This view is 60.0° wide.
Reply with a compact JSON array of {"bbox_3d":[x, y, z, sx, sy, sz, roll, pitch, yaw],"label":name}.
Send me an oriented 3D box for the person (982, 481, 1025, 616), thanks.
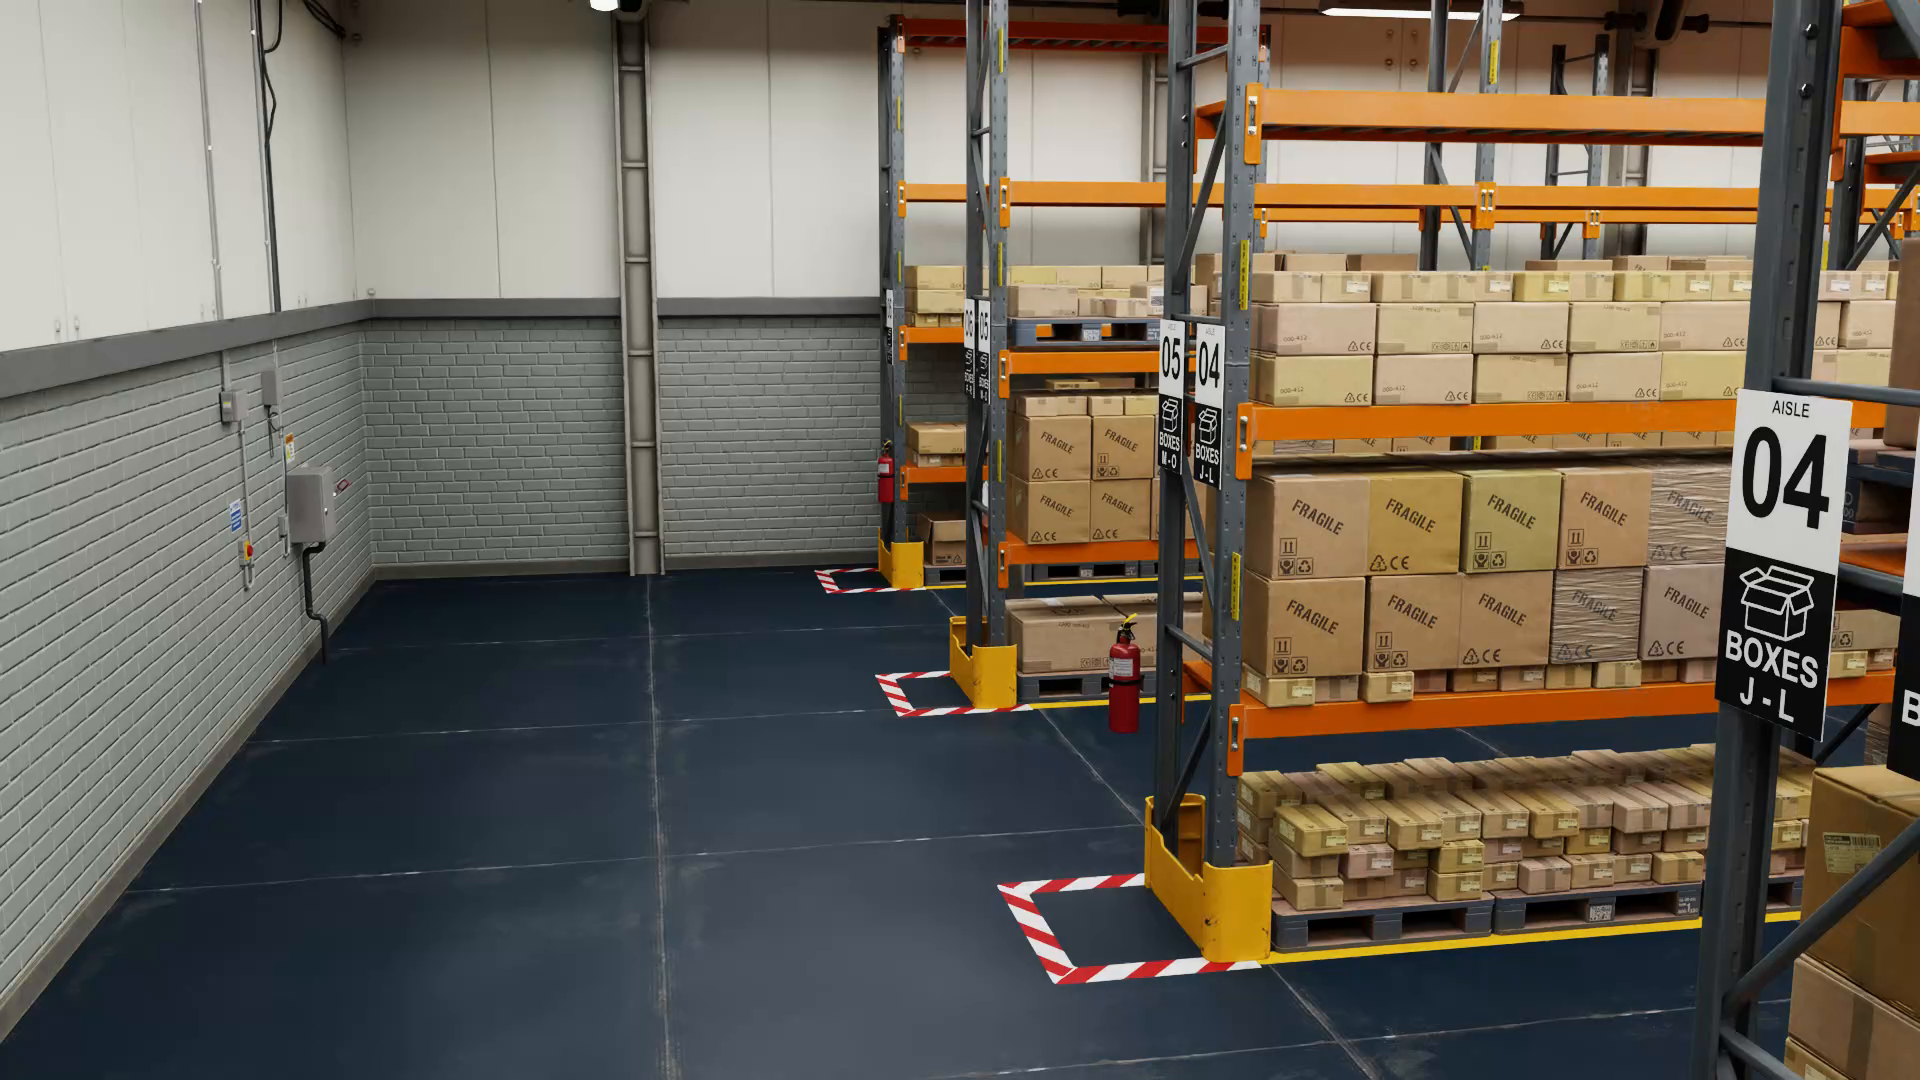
[{"bbox_3d":[0.422,0.045,15.641,0.487,1.747,0.588,-2,10,-12],"label":"person"}]
